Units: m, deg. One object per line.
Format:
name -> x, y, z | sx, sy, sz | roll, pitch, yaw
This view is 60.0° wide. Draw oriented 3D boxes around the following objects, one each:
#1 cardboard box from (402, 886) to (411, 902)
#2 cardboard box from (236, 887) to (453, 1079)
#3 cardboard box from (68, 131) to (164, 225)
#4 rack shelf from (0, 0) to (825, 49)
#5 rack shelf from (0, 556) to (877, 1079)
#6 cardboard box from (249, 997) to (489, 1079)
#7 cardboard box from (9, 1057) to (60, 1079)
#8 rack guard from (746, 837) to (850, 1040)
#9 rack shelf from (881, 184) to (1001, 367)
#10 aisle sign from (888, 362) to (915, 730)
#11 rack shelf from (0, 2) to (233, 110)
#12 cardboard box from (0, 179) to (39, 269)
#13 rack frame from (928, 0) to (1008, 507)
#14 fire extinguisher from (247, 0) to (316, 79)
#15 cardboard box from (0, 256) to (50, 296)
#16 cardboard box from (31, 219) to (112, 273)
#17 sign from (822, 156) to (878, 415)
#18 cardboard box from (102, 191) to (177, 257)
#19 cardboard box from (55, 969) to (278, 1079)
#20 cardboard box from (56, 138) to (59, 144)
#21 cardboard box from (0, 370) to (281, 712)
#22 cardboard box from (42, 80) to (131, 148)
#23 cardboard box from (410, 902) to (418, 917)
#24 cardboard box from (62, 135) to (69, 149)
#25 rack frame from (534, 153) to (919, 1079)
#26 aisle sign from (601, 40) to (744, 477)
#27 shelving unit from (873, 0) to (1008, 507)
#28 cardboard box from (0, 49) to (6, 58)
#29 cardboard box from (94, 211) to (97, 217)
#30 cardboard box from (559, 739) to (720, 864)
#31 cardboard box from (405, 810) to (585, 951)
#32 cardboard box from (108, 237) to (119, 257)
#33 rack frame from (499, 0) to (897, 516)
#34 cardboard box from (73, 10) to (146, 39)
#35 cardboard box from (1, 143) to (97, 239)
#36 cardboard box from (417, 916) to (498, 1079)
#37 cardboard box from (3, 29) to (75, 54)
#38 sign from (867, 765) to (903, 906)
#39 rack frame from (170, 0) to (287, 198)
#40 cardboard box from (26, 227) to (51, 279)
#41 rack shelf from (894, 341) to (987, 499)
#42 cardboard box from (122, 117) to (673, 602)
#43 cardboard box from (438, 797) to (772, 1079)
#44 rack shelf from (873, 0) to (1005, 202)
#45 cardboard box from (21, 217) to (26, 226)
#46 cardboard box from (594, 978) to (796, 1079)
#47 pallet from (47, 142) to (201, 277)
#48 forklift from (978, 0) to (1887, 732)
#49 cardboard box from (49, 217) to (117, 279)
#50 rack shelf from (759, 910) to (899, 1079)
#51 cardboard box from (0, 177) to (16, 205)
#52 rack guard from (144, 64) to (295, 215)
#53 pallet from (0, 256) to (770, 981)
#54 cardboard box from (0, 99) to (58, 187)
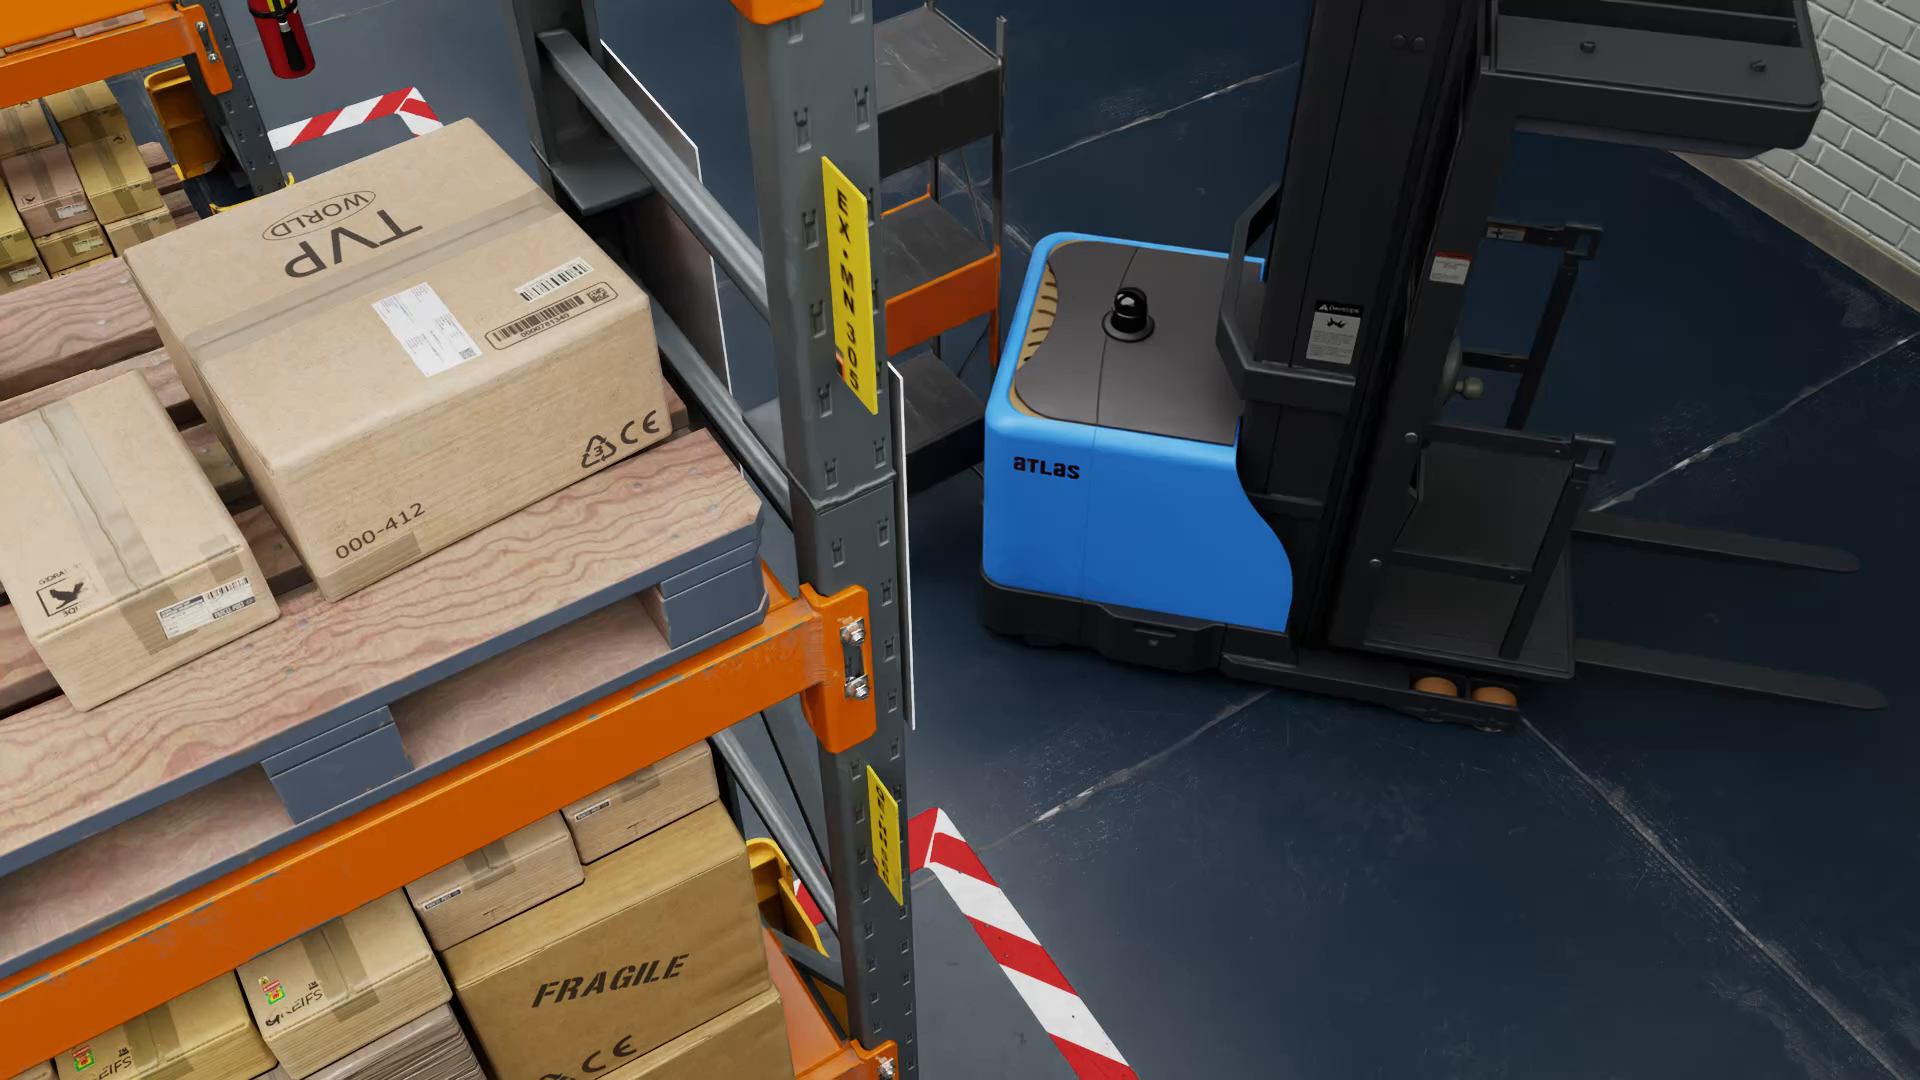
cardboard box -> -1.399, 0.481, 3.077 | 0.500, 0.500, 0.500 | -27, 54, -22
cardboard box -> -0.979, 0.585, 2.550 | 0.250, 0.149, 0.380 | -26, 53, -21
cardboard box -> -3.447, -1.480, 6.789 | 0.250, 0.149, 0.380 | -25, 53, -20
rack shelf -> -2.099, -0.201, 1.153 | 4.000, 0.370, 1.077 | -25, 53, -21
rack shelf -> -2.099, 0.663, 2.124 | 4.000, 0.370, 1.077 | -25, 53, -21
cardboard box -> -1.115, 0.828, 2.767 | 0.500, 0.500, 0.500 | -25, 53, -21
cardboard box -> -1.473, 0.719, 2.430 | 0.250, 0.149, 0.380 | -26, 53, -21
rack guard -> -0.387, 1.446, 4.627 | 0.348, 0.500, 1.175 | -25, 53, -21
rack shelf -> -0.184, -0.796, 5.572 | 0.480, 0.518, 0.431 | -27, 54, -22
aisle sign -> -0.181, -0.073, 2.565 | 0.004, 0.787, 0.394 | -25, 53, -21
rack shelf -> -4.826, -1.425, 5.992 | 4.000, 0.370, 1.077 | -25, 53, -21
cardboard box -> -3.841, -1.233, 6.568 | 0.250, 0.149, 0.380 | -26, 53, -22
rack frame -> 0.017, -0.909, 5.654 | 0.015, 2.100, 0.400 | -27, 54, -22
fire extinguisher -> -2.675, -2.121, 6.431 | 0.183, 0.674, 0.296 | -25, 53, -21
cardboard box -> -3.867, -1.153, 6.697 | 0.250, 0.149, 0.380 | -27, 54, -22
cardboard box -> -3.678, -1.291, 6.820 | 0.250, 0.149, 0.380 | -26, 53, -22
sign -> -0.130, -0.293, 1.954 | 0.005, 0.325, 0.100 | -25, 53, -21
cardboard box -> -3.428, -1.361, 6.882 | 0.250, 0.149, 0.380 | -27, 53, -22
cardboard box -> -1.214, 0.659, 2.483 | 0.250, 0.149, 0.380 | -24, 53, -20
cardboard box -> -3.976, -1.632, 7.123 | 0.250, 0.149, 0.380 | -25, 53, -21
cardboard box -> -1.052, -0.008, 2.060 | 0.250, 0.149, 0.380 | -29, 54, -23
cardboard box -> -3.759, -1.857, 7.124 | 0.250, 0.149, 0.380 | -27, 54, -22
cardboard box -> -1.380, 0.821, 3.444 | 0.500, 0.500, 0.500 | -26, 53, -21
cardboard box -> -3.714, -1.705, 7.189 | 0.250, 0.149, 0.380 | -23, 52, -19
rack frame -> -0.407, 0.625, 3.685 | 0.127, 3.000, 1.000 | -25, 53, -21
aisle sign -> -0.501, -0.452, 2.903 | 0.004, 0.787, 0.394 | -25, 53, -21
shelving unit -> -0.184, -0.806, 5.561 | 0.503, 2.100, 0.431 | -27, 54, -22
cardboard box -> -3.694, -1.885, 6.088 | 0.250, 0.149, 0.380 | -26, 53, -21
cardboard box -> -3.926, -1.490, 7.196 | 0.250, 0.149, 0.380 | -25, 53, -21
cardboard box -> -0.604, 0.313, 2.792 | 0.250, 0.149, 0.380 | -25, 53, -20
cardboard box -> -0.806, 0.429, 2.688 | 0.250, 0.149, 0.380 | -24, 53, -20
cardboard box -> -3.468, -1.312, 7.037 | 0.250, 0.149, 0.380 | -24, 53, -20
rack frame -> -0.407, -1.370, 1.445 | 0.127, 3.000, 1.000 | -25, 53, -21
cardboard box -> -3.259, -2.069, 6.253 | 0.250, 0.149, 0.380 | -25, 53, -21
cardboard box -> -3.690, -1.416, 6.732 | 0.250, 0.149, 0.380 | -24, 53, -20
cardboard box -> -1.107, 1.141, 3.158 | 0.500, 0.500, 0.500 | -26, 53, -22
cardboard box -> -3.490, -1.994, 6.185 | 0.250, 0.149, 0.380 | -25, 53, -21
sign -> -0.130, 0.509, 2.854 | 0.005, 0.325, 0.100 | -25, 53, -21
rack frame -> -3.134, -2.461, 6.433 | 0.127, 3.000, 1.000 | -25, 53, -21
cardboard box -> -3.901, -1.094, 6.844 | 0.250, 0.149, 0.380 | -25, 53, -21
rack shelf -> -0.184, -0.331, 6.094 | 0.480, 0.518, 0.431 | -27, 54, -22
cardboard box -> -0.740, -0.260, 2.216 | 0.500, 0.250, 0.500 | -30, 55, -24
cardboard box -> -0.688, 0.601, 2.969 | 0.500, 0.500, 0.500 | -24, 52, -20
rack shelf -> -0.184, -1.262, 5.049 | 0.480, 0.518, 0.431 | -27, 54, -22
cardboard box -> -4.132, -1.387, 7.104 | 0.250, 0.149, 0.380 | -25, 53, -20
cardboard box -> -0.674, 0.951, 3.328 | 0.500, 0.500, 0.500 | -25, 53, -21
pallet -> -3.904, -1.202, 7.179 | 1.213, 0.211, 1.003 | -25, 53, -21
forklift -> 1.636, -0.759, 4.963 | 3.031, 2.935, 1.130 | 9, 49, 8
cardboard box -> -3.632, -1.145, 6.889 | 0.250, 0.149, 0.380 | -24, 52, -20
rack shelf -> -2.099, 1.661, 3.244 | 4.000, 0.370, 1.077 | -25, 53, -21
cardboard box -> -4.136, -1.478, 6.987 | 0.250, 0.149, 0.380 | -25, 53, -20
rack guard -> -3.198, -1.600, 7.340 | 0.348, 0.500, 1.175 | -25, 53, -21
pallet -> -1.029, -0.041, 2.329 | 1.213, 0.211, 1.003 | -25, 53, -21
cardboard box -> -3.928, -1.671, 6.959 | 0.250, 0.149, 0.380 | -24, 53, -20
